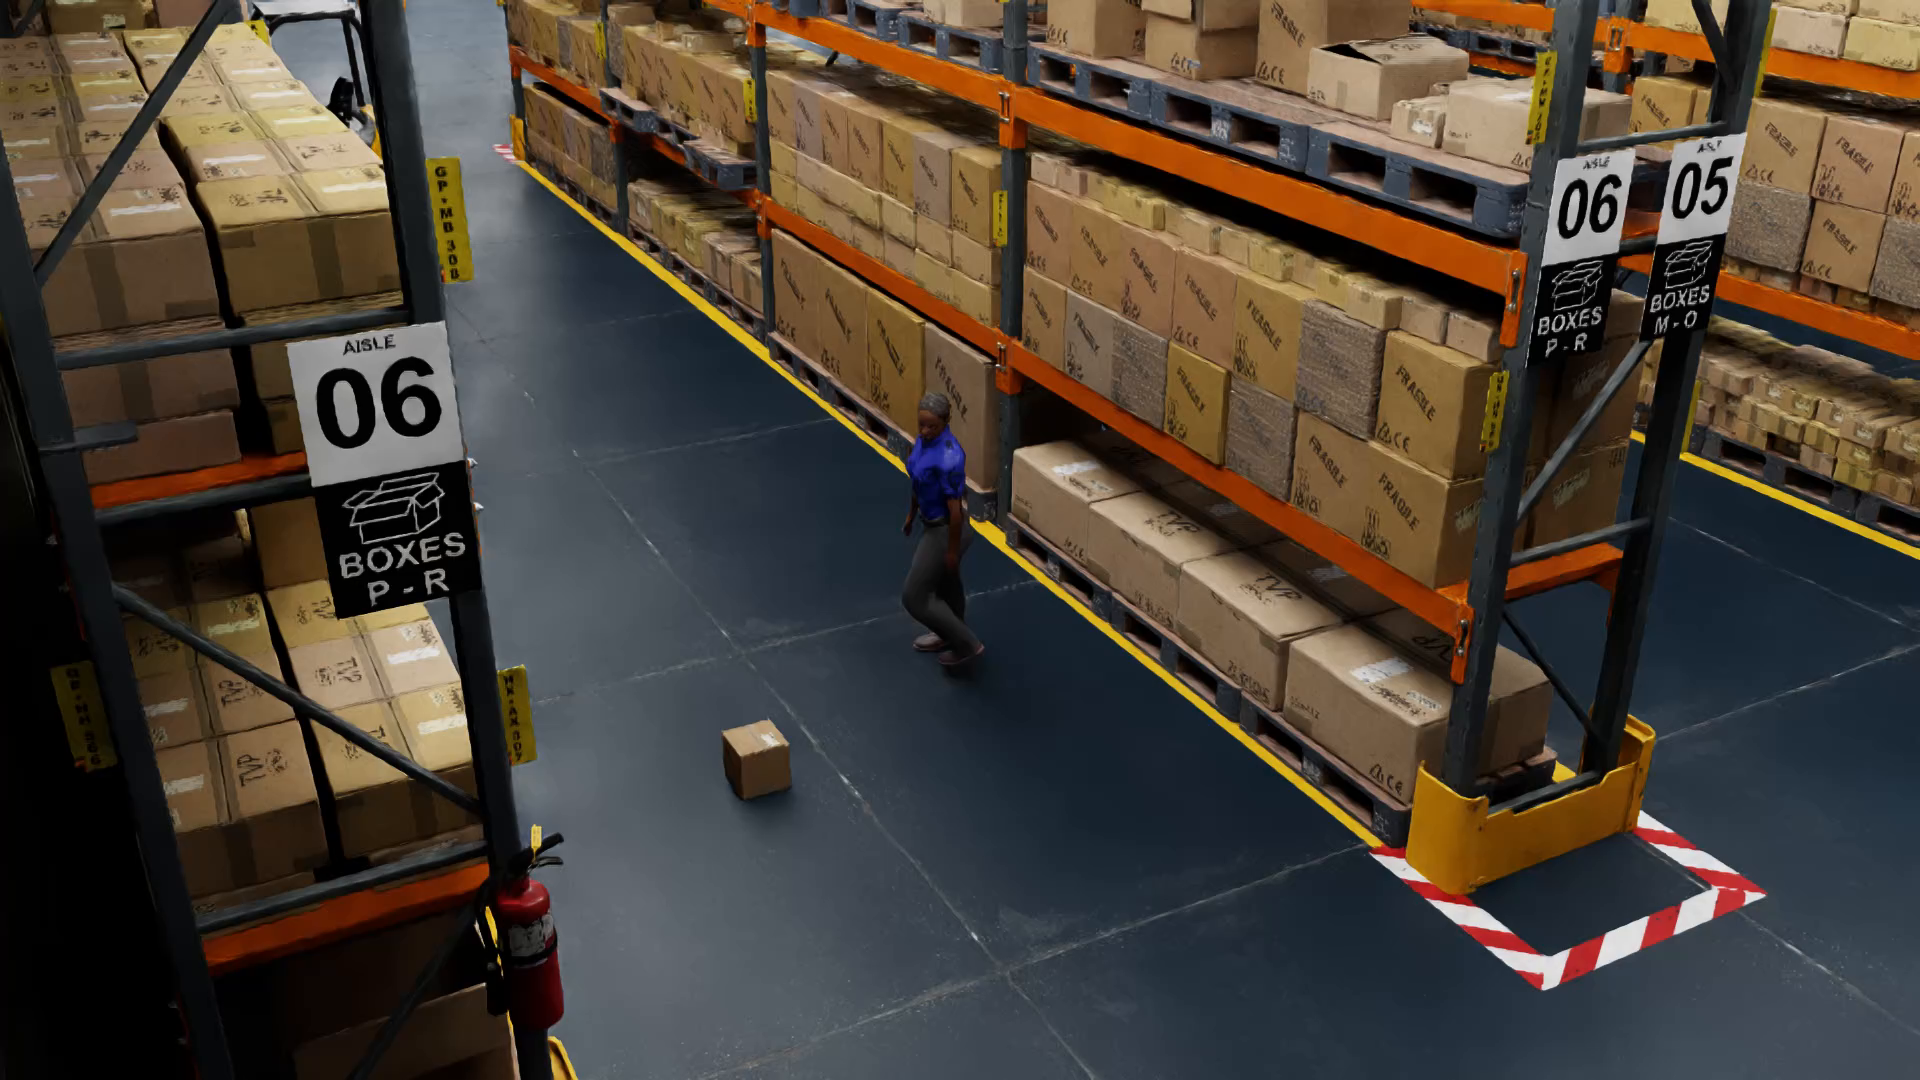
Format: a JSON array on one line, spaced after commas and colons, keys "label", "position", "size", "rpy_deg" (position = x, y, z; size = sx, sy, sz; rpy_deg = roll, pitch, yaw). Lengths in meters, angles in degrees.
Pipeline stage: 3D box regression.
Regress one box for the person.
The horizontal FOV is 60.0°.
[{"label": "person", "position": [-0.111, -0.048, 8.742], "size": [0.445, 1.624, 0.554], "rpy_deg": [-4, 26, -8]}]
